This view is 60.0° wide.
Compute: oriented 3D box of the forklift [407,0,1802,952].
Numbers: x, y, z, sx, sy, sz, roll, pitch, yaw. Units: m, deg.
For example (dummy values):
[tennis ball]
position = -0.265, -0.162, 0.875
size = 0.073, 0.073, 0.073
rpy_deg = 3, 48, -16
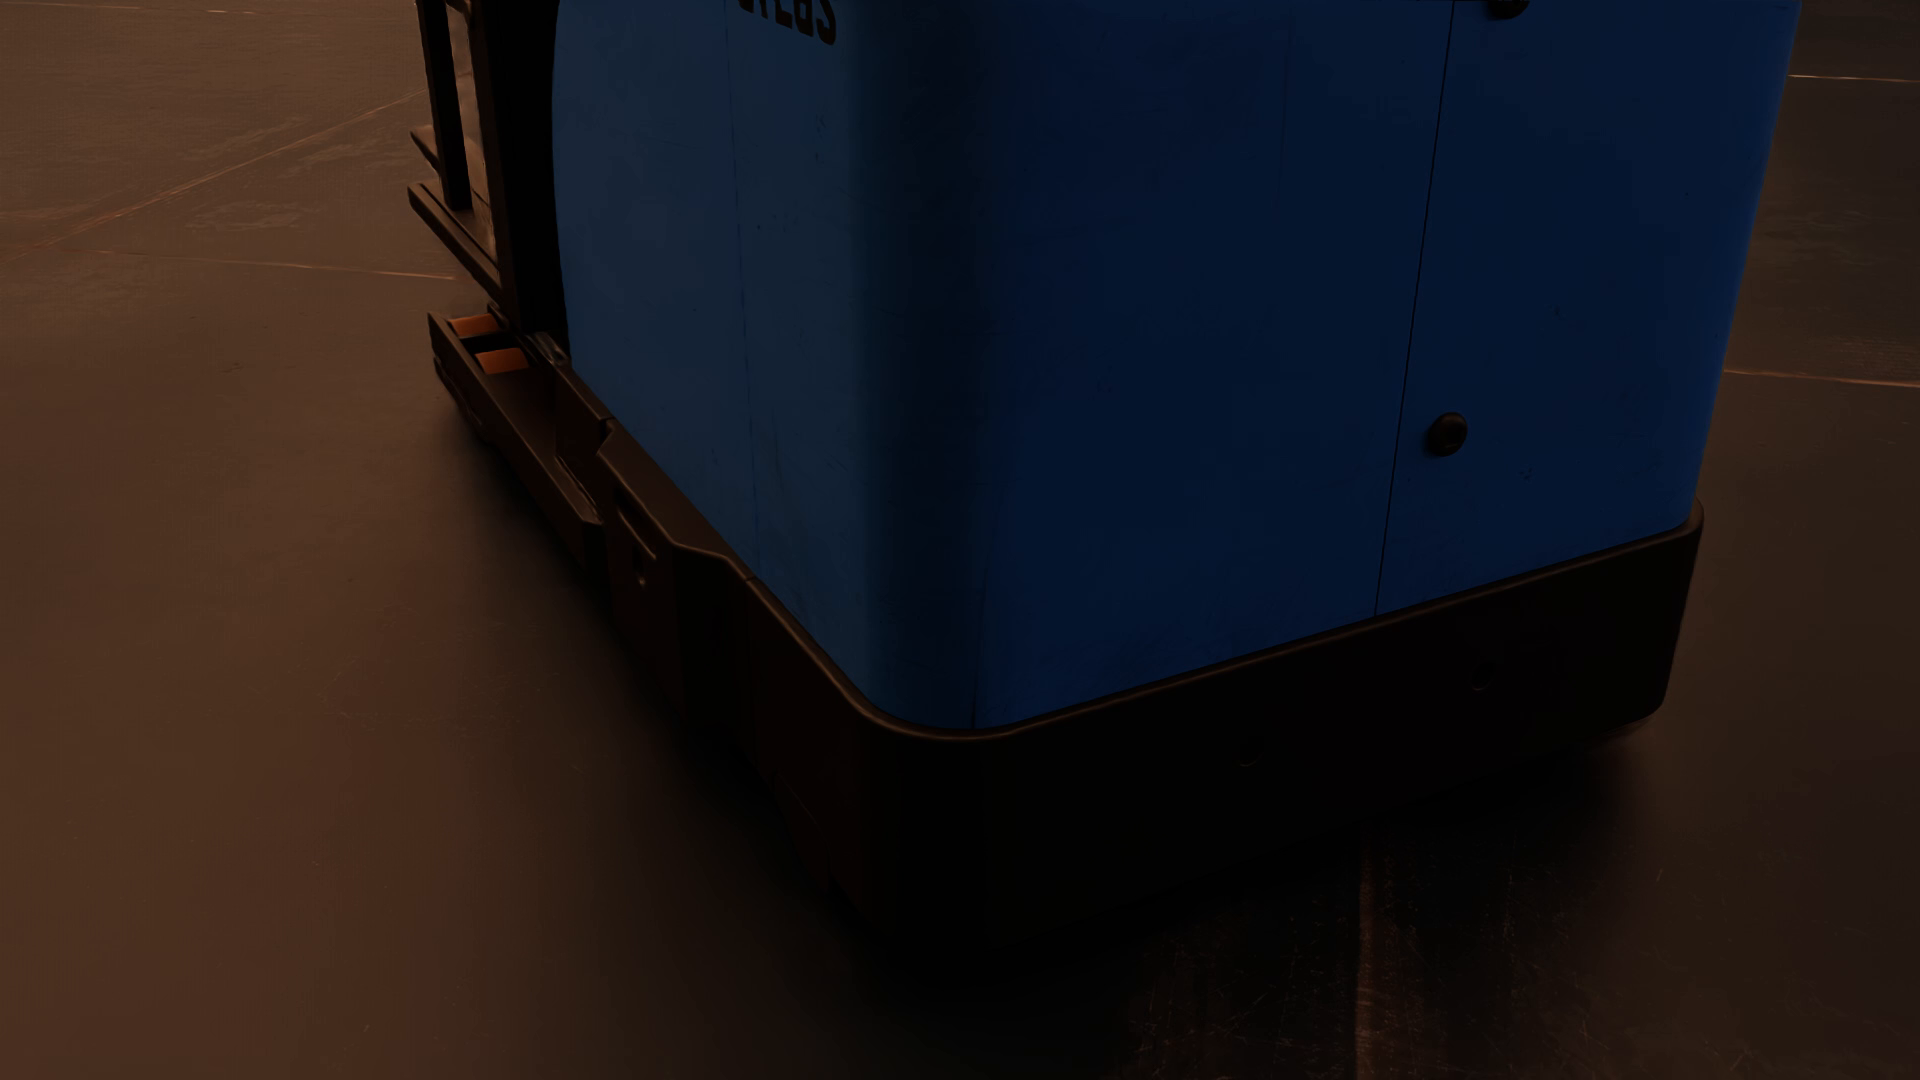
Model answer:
[forklift]
position = -0.289, -1.551, 2.321
size = 1.130, 2.935, 3.031
rpy_deg = -13, 30, -25
